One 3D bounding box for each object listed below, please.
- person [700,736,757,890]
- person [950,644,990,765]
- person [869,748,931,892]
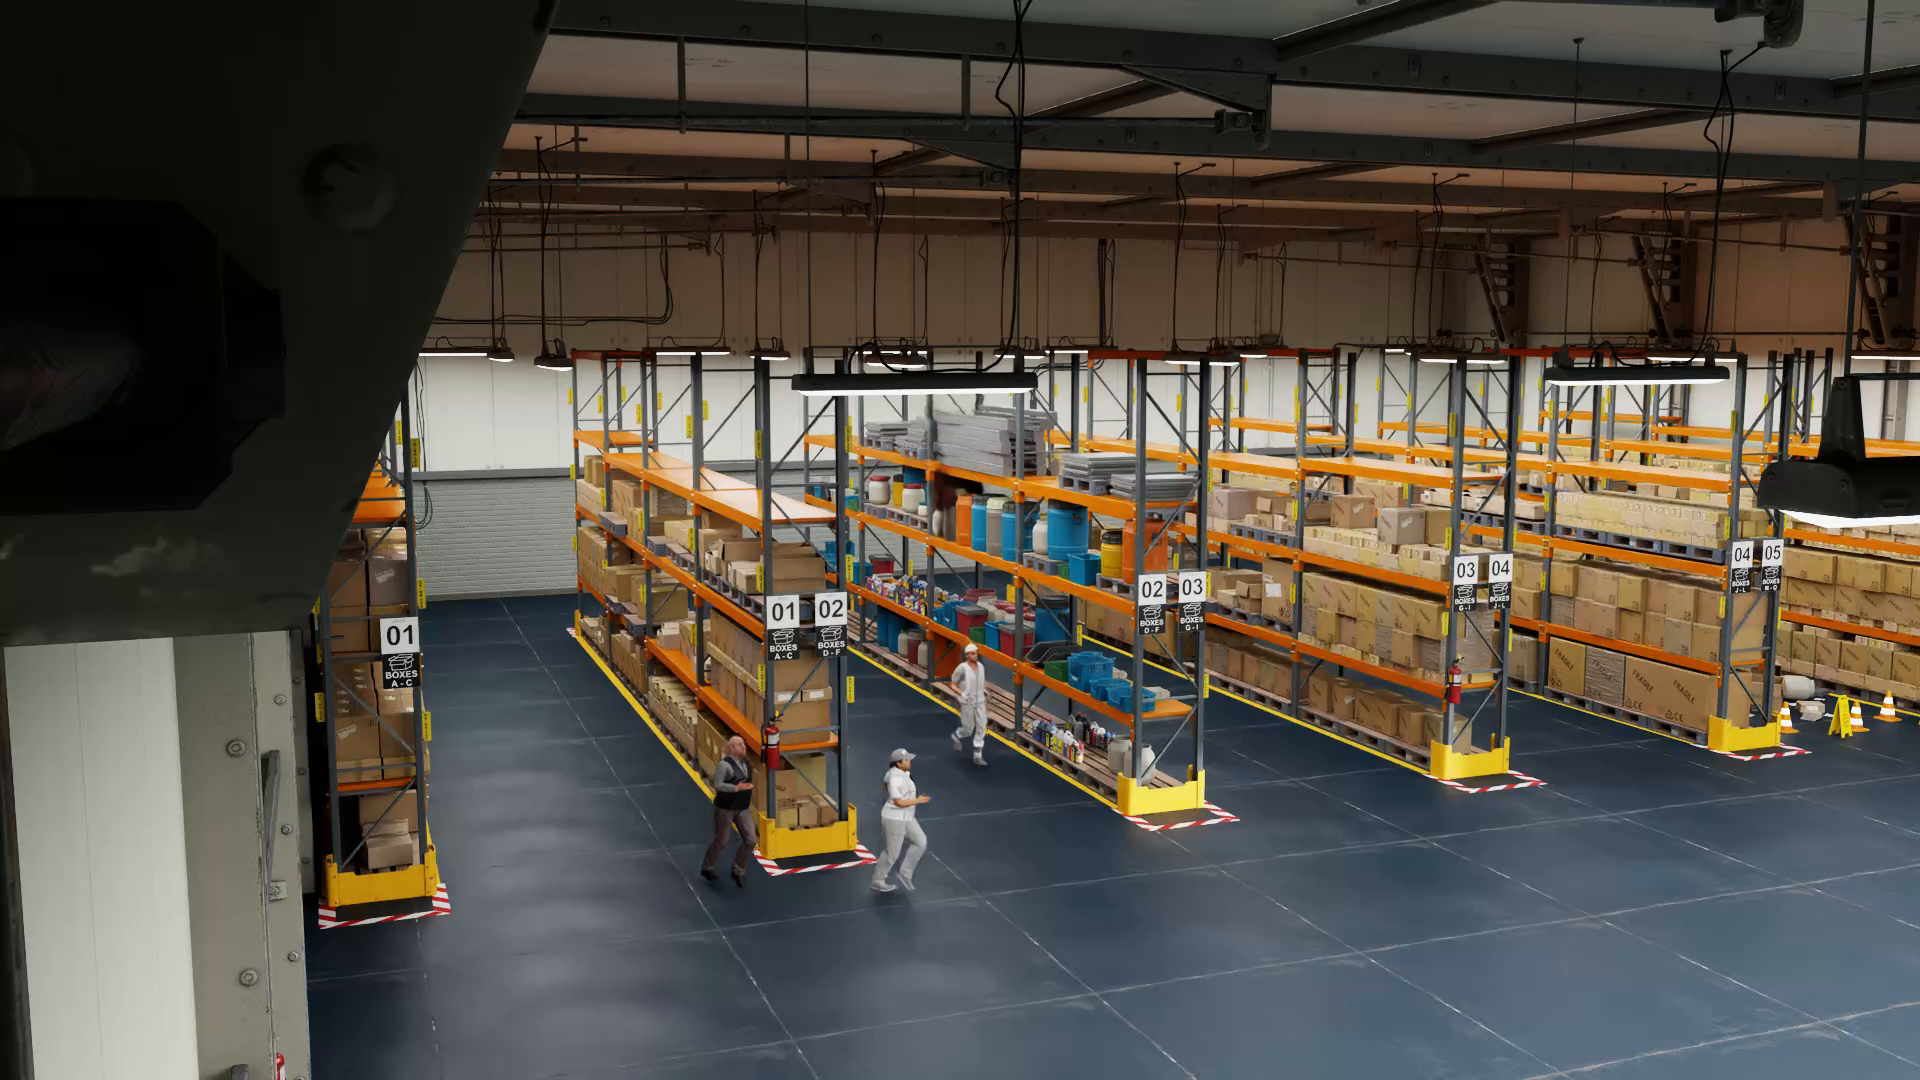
[{"bbox_3d":[-2.596,3.127,19.120,0.740,1.779,0.657,6,9,38],"label":"person"},{"bbox_3d":[0.167,2.400,24.491,0.667,1.762,0.860,-4,8,-31],"label":"person"},{"bbox_3d":[-0.661,3.192,18.840,0.694,1.702,0.619,1,7,12],"label":"person"}]
